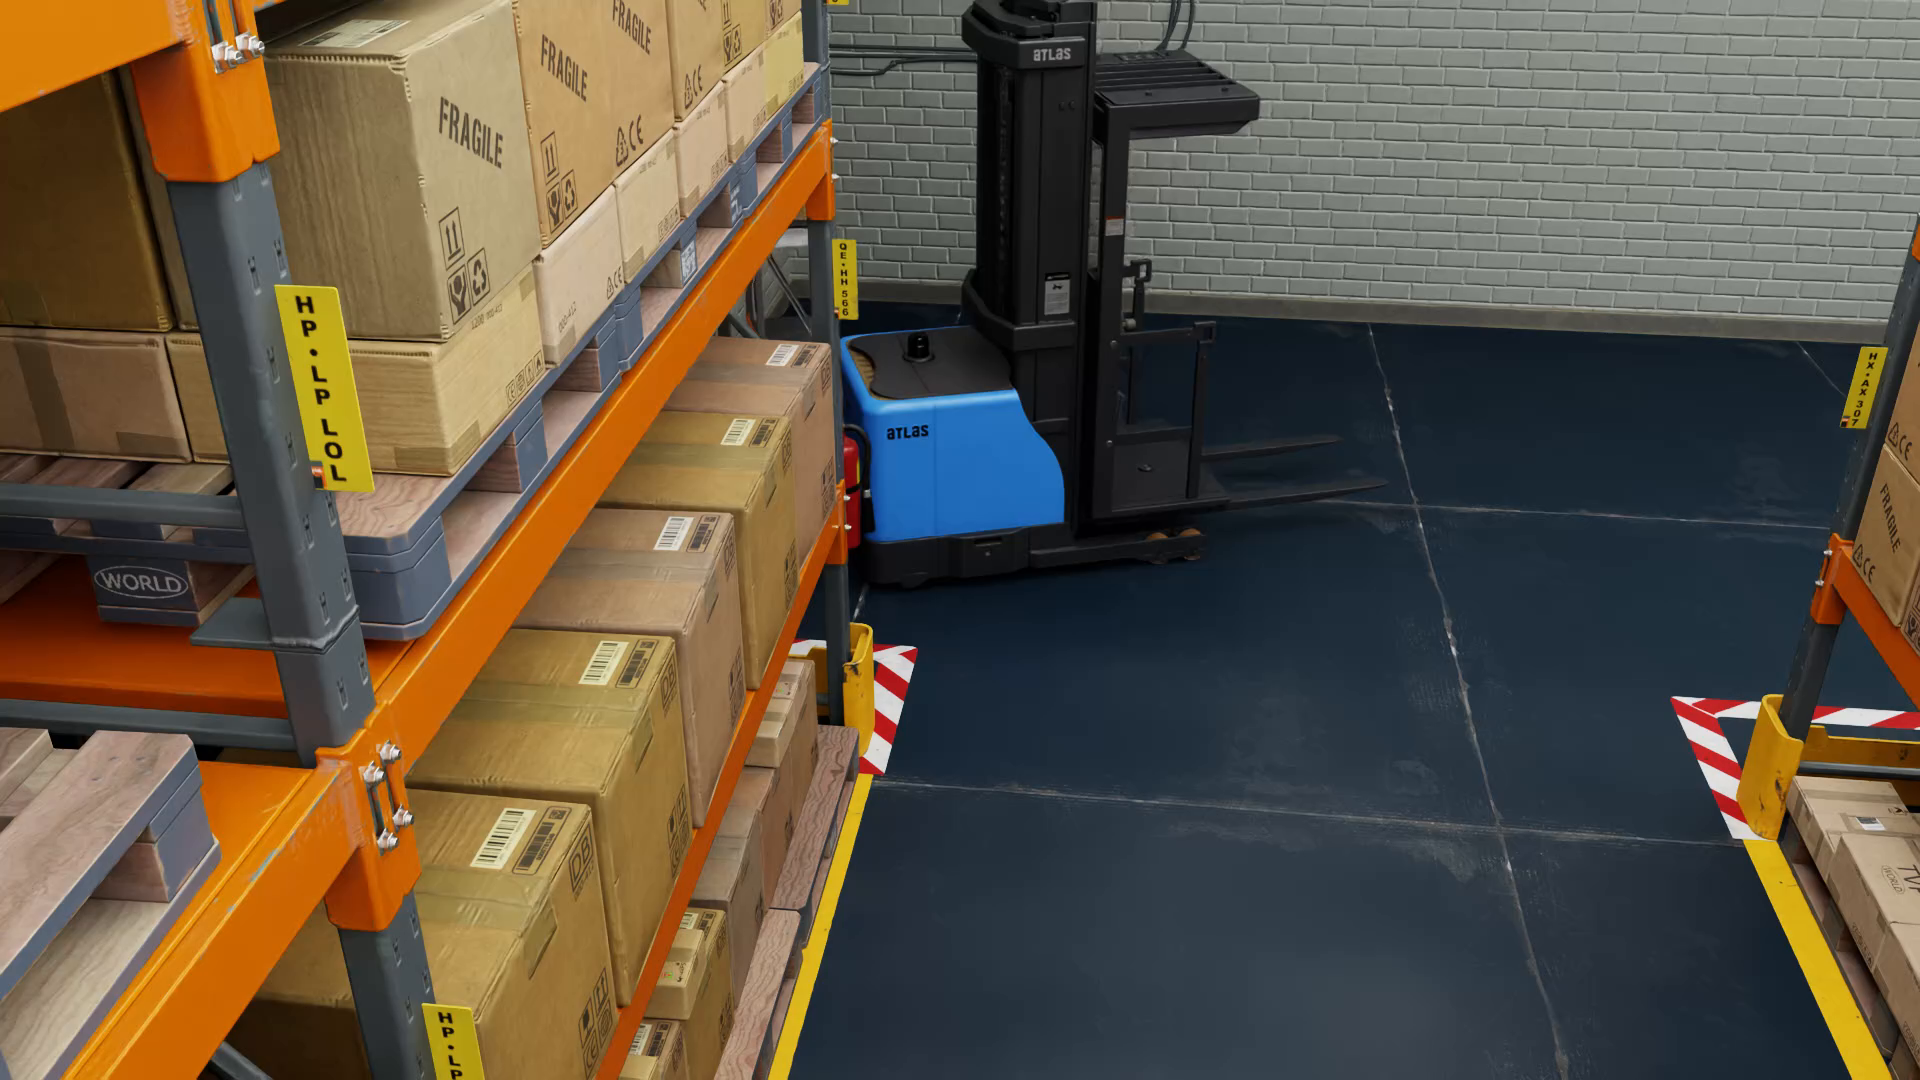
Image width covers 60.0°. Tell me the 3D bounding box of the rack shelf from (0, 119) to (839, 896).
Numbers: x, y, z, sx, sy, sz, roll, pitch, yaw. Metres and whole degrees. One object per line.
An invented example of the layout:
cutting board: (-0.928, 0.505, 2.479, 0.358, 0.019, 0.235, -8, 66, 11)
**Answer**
rack shelf: (-1.234, -0.505, 4.620, 1.077, 0.370, 4.000, 3, 28, 6)

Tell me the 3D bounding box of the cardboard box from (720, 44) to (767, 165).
cardboard box: (-0.878, -1.321, 4.986, 0.500, 0.250, 0.500, 2, 28, 4)

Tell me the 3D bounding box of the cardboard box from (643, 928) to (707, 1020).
cardboard box: (-0.999, 1.328, 5.131, 0.380, 0.149, 0.250, 3, 28, 5)

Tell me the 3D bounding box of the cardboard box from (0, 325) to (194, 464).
cardboard box: (-1.628, -0.379, 3.237, 0.500, 0.250, 0.500, 4, 29, 7)

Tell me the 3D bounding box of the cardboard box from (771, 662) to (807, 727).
cardboard box: (-0.810, 0.594, 6.494, 0.380, 0.149, 0.250, 3, 28, 6)

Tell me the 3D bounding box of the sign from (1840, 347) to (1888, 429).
sign: (3.389, -0.569, 6.230, 0.100, 0.325, 0.005, 3, 28, 6)

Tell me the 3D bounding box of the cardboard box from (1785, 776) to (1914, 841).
cardboard box: (3.536, 1.082, 6.620, 0.380, 0.149, 0.250, 3, 28, 6)

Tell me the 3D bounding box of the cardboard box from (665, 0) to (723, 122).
cardboard box: (-0.935, -1.414, 4.370, 0.500, 0.500, 0.500, 2, 28, 4)

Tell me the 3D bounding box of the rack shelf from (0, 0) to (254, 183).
rack shelf: (-1.724, 0.234, 0.509, 1.077, 0.370, 4.000, 3, 28, 6)

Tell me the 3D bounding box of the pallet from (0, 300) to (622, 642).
pallet: (-1.368, -0.225, 3.437, 1.003, 0.211, 1.213, 3, 28, 6)

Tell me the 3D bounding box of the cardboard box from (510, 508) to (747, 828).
cardboard box: (-1.222, 0.368, 5.088, 0.980, 0.700, 0.700, 2, 28, 4)

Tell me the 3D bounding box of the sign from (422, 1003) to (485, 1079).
sign: (-0.939, 0.993, 3.108, 0.100, 0.325, 0.005, 3, 28, 6)

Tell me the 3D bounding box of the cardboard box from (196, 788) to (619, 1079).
cardboard box: (-1.396, 1.054, 3.814, 0.980, 0.700, 0.700, 4, 29, 7)

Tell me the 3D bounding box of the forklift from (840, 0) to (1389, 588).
forklift: (0.869, -1.397, 8.752, 3.031, 2.935, 1.130, -7, 29, -12)

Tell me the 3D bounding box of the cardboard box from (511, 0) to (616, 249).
cardboard box: (-1.056, -0.935, 3.479, 0.500, 0.500, 0.500, 3, 28, 5)

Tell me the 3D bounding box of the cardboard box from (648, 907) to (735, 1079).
cardboard box: (-1.156, 1.532, 5.436, 0.700, 0.500, 0.500, 4, 29, 7)

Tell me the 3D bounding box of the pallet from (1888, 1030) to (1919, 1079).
pallet: (3.670, 2.055, 5.213, 1.003, 0.211, 1.213, 3, 28, 6)

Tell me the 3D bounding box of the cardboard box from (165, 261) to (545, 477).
cardboard box: (-1.133, -0.353, 3.190, 0.500, 0.250, 0.500, 3, 28, 6)

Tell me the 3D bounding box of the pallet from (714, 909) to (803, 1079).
pallet: (-1.161, 1.739, 5.800, 1.003, 0.211, 1.213, 3, 28, 6)

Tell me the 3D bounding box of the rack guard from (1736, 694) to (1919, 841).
rack guard: (3.919, 0.980, 6.904, 1.175, 0.500, 0.348, 3, 28, 6)

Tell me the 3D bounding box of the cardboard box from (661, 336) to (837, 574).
cardboard box: (-1.041, -0.334, 6.391, 0.980, 0.700, 0.700, 5, 29, 9)

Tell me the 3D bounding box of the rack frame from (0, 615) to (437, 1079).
rack frame: (-1.479, 1.441, 3.413, 1.000, 3.000, 0.127, 3, 28, 6)

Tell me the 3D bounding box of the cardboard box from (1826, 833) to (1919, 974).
cardboard box: (3.519, 1.335, 6.044, 0.500, 0.250, 0.500, 3, 28, 6)

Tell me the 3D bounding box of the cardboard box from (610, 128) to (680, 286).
cardboard box: (-1.001, -0.834, 4.082, 0.500, 0.250, 0.500, 3, 28, 5)

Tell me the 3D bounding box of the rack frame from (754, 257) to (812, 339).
rack frame: (-0.812, -0.773, 8.472, 0.400, 2.100, 0.015, -7, 29, -12)

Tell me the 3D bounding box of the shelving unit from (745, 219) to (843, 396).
shelving unit: (-0.869, -0.886, 8.681, 0.431, 2.100, 0.503, -7, 29, -12)

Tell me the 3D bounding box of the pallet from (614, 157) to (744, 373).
pallet: (-1.216, -0.798, 4.500, 1.003, 0.211, 1.213, 3, 28, 6)

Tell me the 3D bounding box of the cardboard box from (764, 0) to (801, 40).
cardboard box: (-0.808, -1.895, 5.262, 0.500, 0.500, 0.500, 3, 28, 6)

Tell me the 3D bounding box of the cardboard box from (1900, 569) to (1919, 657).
cardboard box: (3.554, 0.236, 5.543, 0.500, 0.500, 0.500, 3, 28, 6)

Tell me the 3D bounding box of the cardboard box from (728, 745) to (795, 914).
cardboard box: (-1.037, 1.044, 6.342, 0.700, 0.500, 0.500, 3, 28, 6)

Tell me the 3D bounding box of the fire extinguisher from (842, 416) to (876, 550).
fire extinguisher: (-0.512, -0.288, 7.097, 0.296, 0.674, 0.183, 3, 28, 6)

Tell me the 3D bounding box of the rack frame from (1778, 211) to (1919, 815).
rack frame: (3.928, -0.156, 6.377, 1.000, 3.000, 0.127, 3, 28, 6)

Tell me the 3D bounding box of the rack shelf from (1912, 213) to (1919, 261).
rack shelf: (3.683, -0.219, 4.089, 1.077, 0.370, 4.000, 3, 28, 6)

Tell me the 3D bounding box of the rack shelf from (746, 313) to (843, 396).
rack shelf: (-0.869, -0.874, 8.687, 0.431, 0.518, 0.480, -7, 29, -12)

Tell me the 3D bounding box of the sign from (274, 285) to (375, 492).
sign: (-0.939, -0.219, 2.455, 0.100, 0.325, 0.005, 3, 28, 6)

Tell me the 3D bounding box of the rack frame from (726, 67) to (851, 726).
rack frame: (-0.989, -0.442, 6.908, 1.000, 3.000, 0.127, 3, 28, 6)

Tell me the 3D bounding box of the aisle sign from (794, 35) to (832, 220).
aisle sign: (-0.682, -1.603, 6.322, 0.394, 0.787, 0.004, 3, 28, 6)
